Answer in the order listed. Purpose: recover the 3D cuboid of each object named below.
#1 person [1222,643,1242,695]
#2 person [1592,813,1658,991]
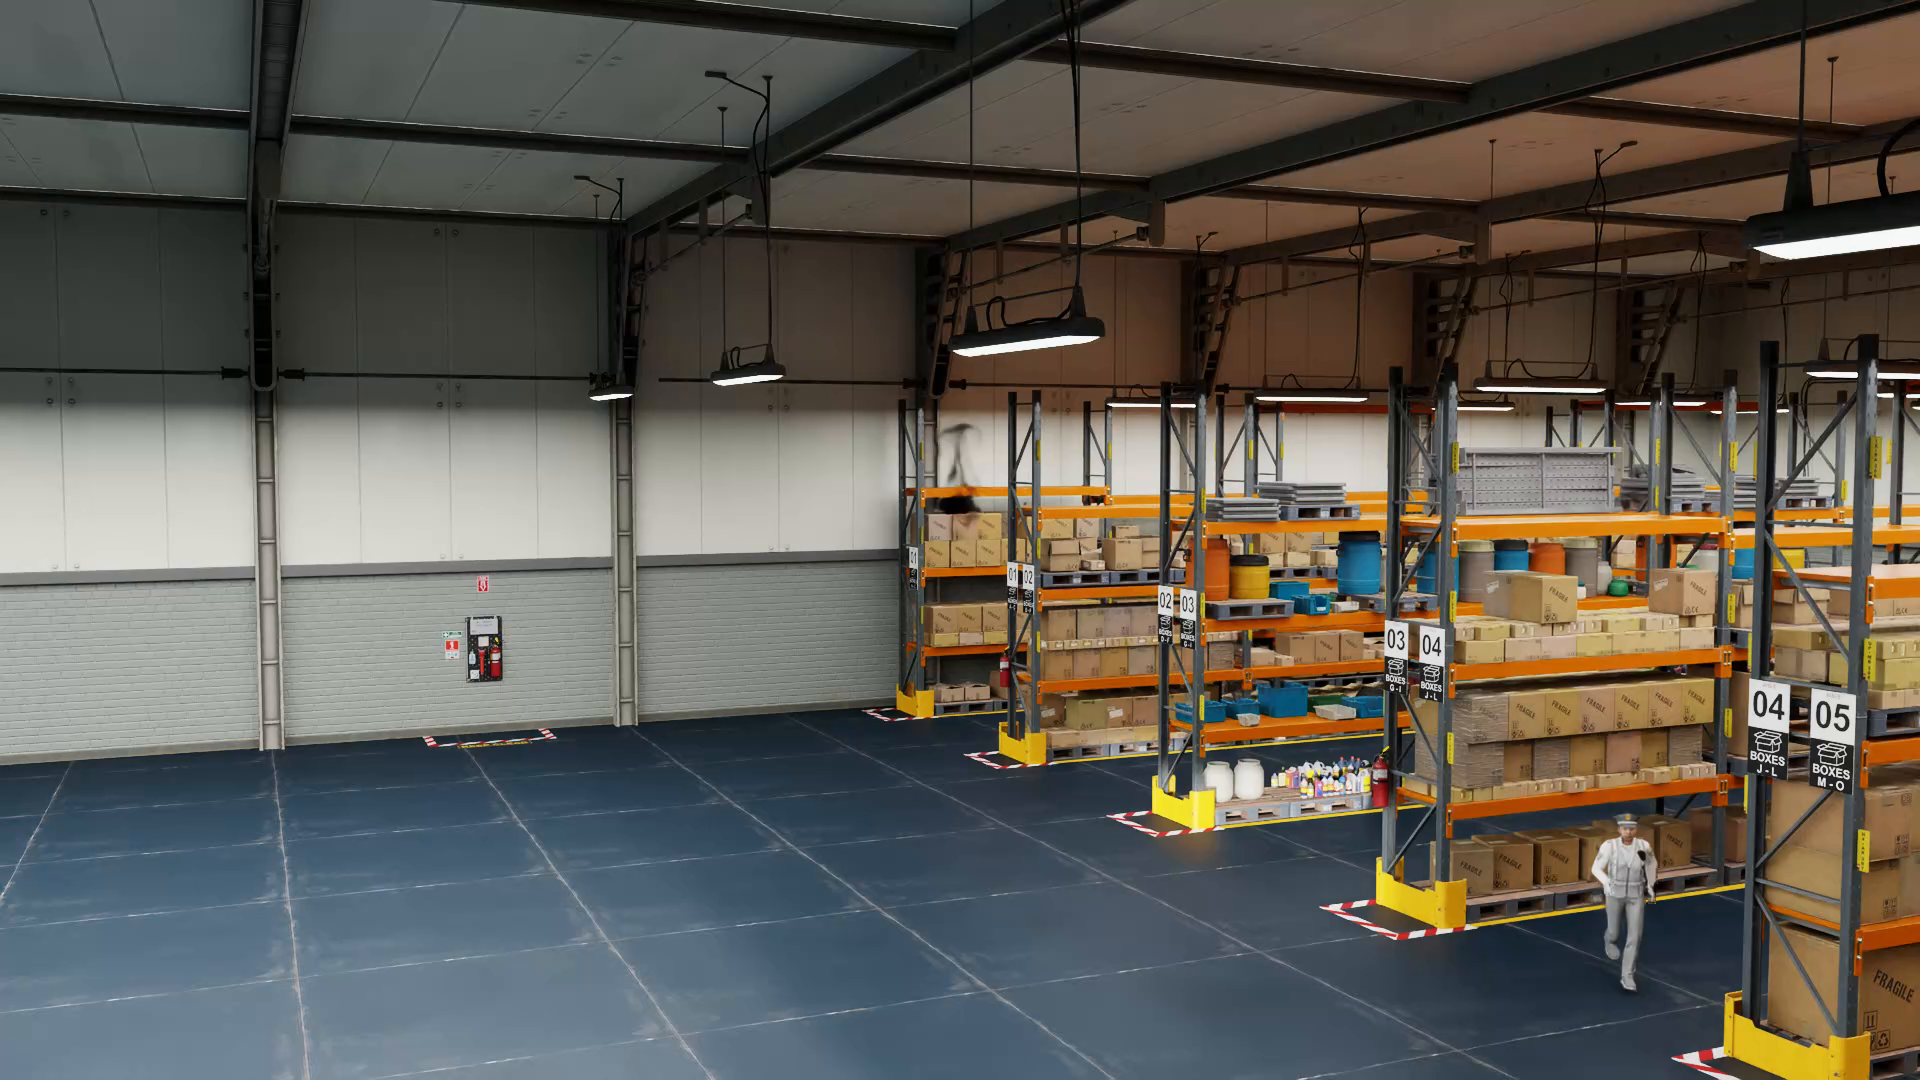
[{"bbox_3d":[5.155,2.527,31.304,0.760,1.659,0.653,-2,4,-35],"label":"person"},{"bbox_3d":[6.365,3.393,15.941,0.608,1.645,0.893,1,3,14],"label":"person"}]
